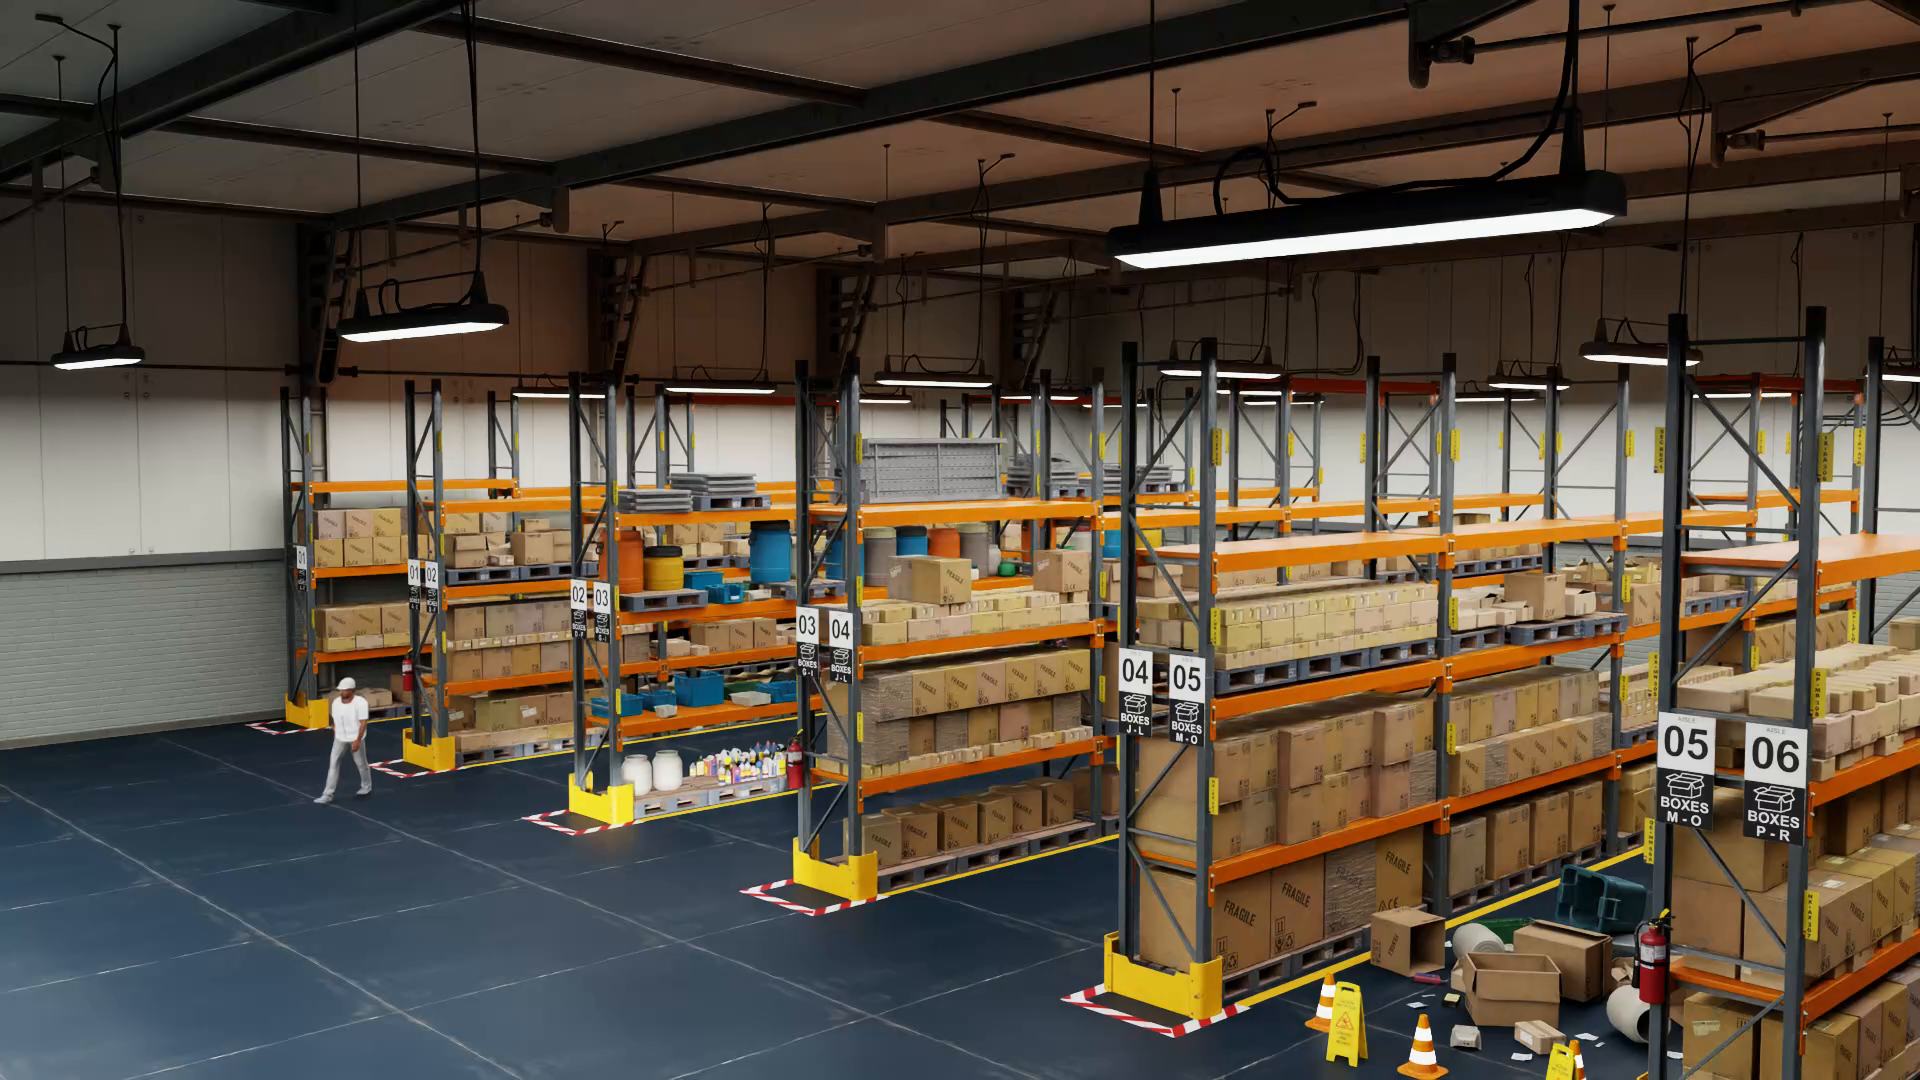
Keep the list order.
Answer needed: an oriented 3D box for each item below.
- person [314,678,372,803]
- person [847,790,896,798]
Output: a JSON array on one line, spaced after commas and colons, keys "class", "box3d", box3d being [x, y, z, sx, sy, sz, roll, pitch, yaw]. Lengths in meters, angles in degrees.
[{"class": "person", "box3d": [-8.608, 2.785, 23.352, 0.591, 1.710, 0.996, 0, 4, 6]}, {"class": "person", "box3d": [-1.268, 2.809, 23.664, 0.798, 1.696, 0.607, -2, 4, -29]}]
